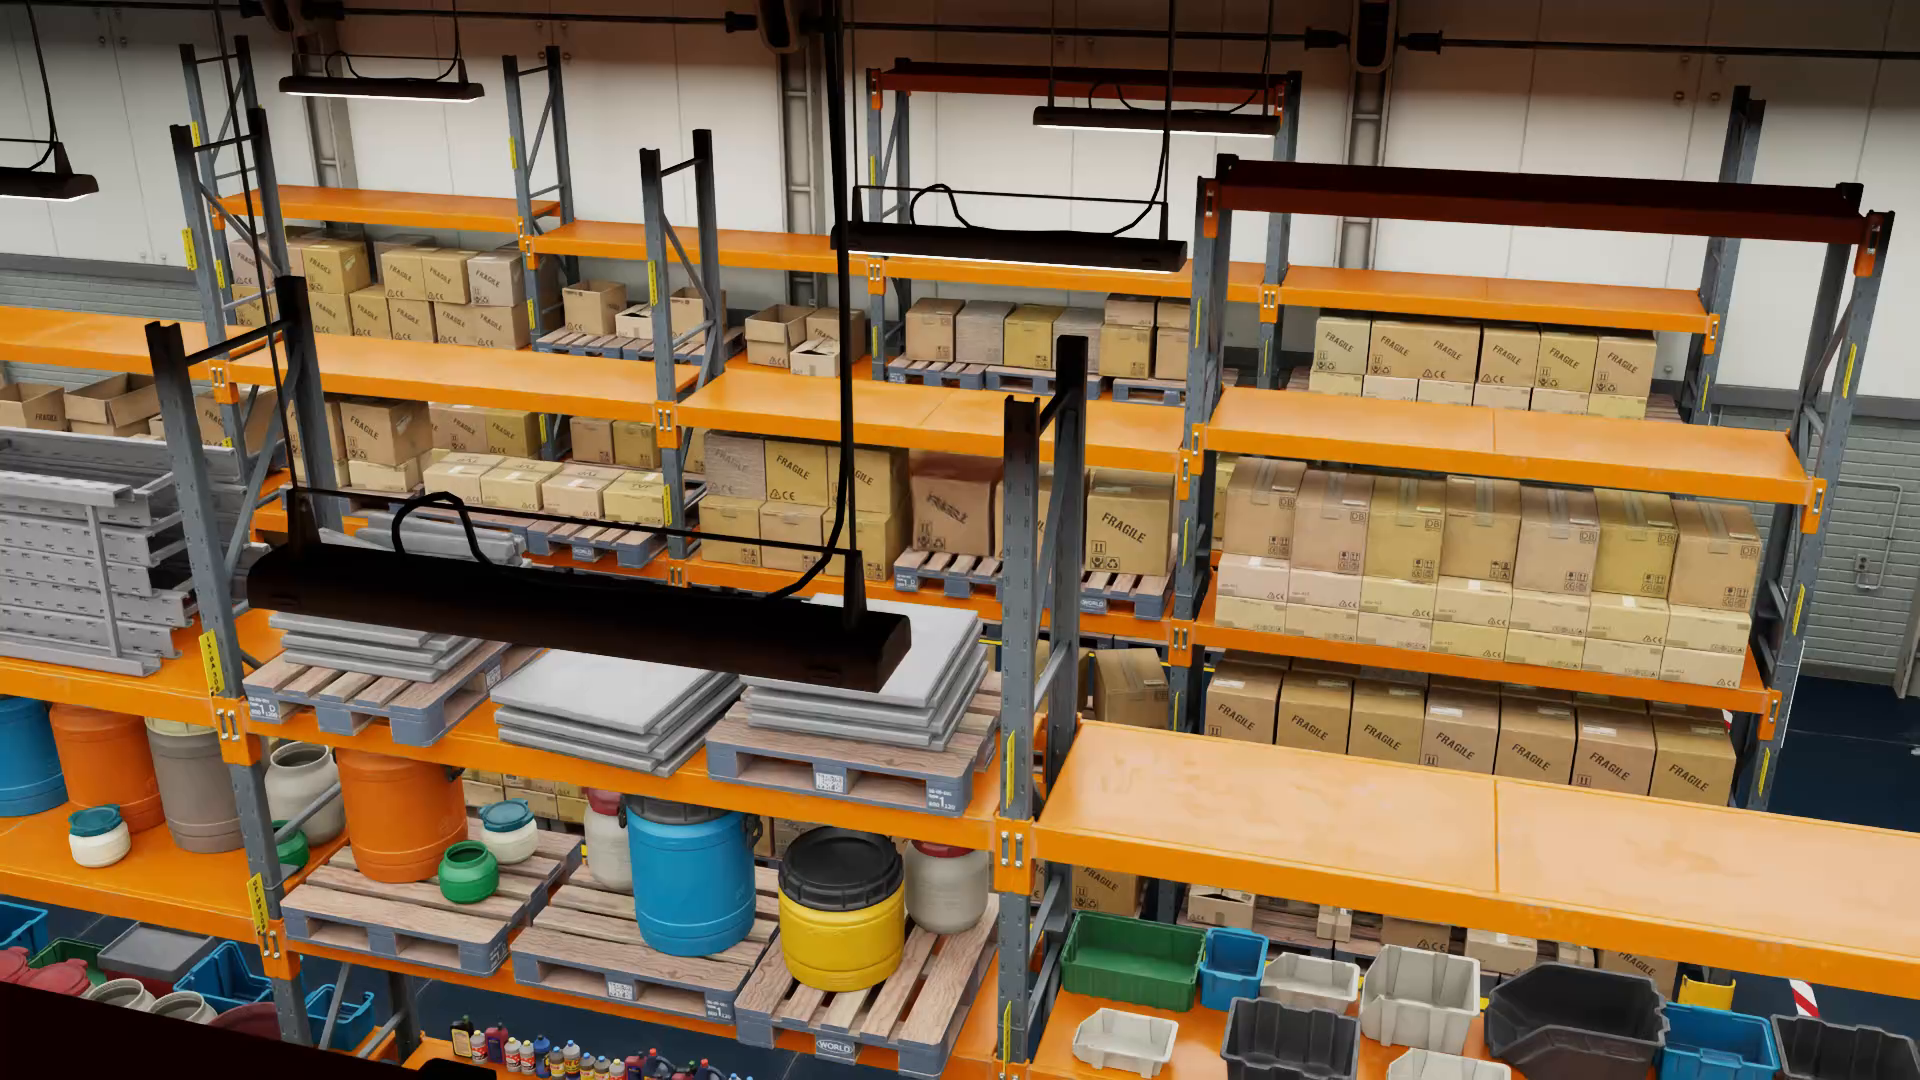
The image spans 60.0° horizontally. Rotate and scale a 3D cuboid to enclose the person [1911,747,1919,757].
[{"bbox_3d":[9.546,1.268,15.463,0.881,1.783,0.628,-4,23,-8],"label":"person"}]
